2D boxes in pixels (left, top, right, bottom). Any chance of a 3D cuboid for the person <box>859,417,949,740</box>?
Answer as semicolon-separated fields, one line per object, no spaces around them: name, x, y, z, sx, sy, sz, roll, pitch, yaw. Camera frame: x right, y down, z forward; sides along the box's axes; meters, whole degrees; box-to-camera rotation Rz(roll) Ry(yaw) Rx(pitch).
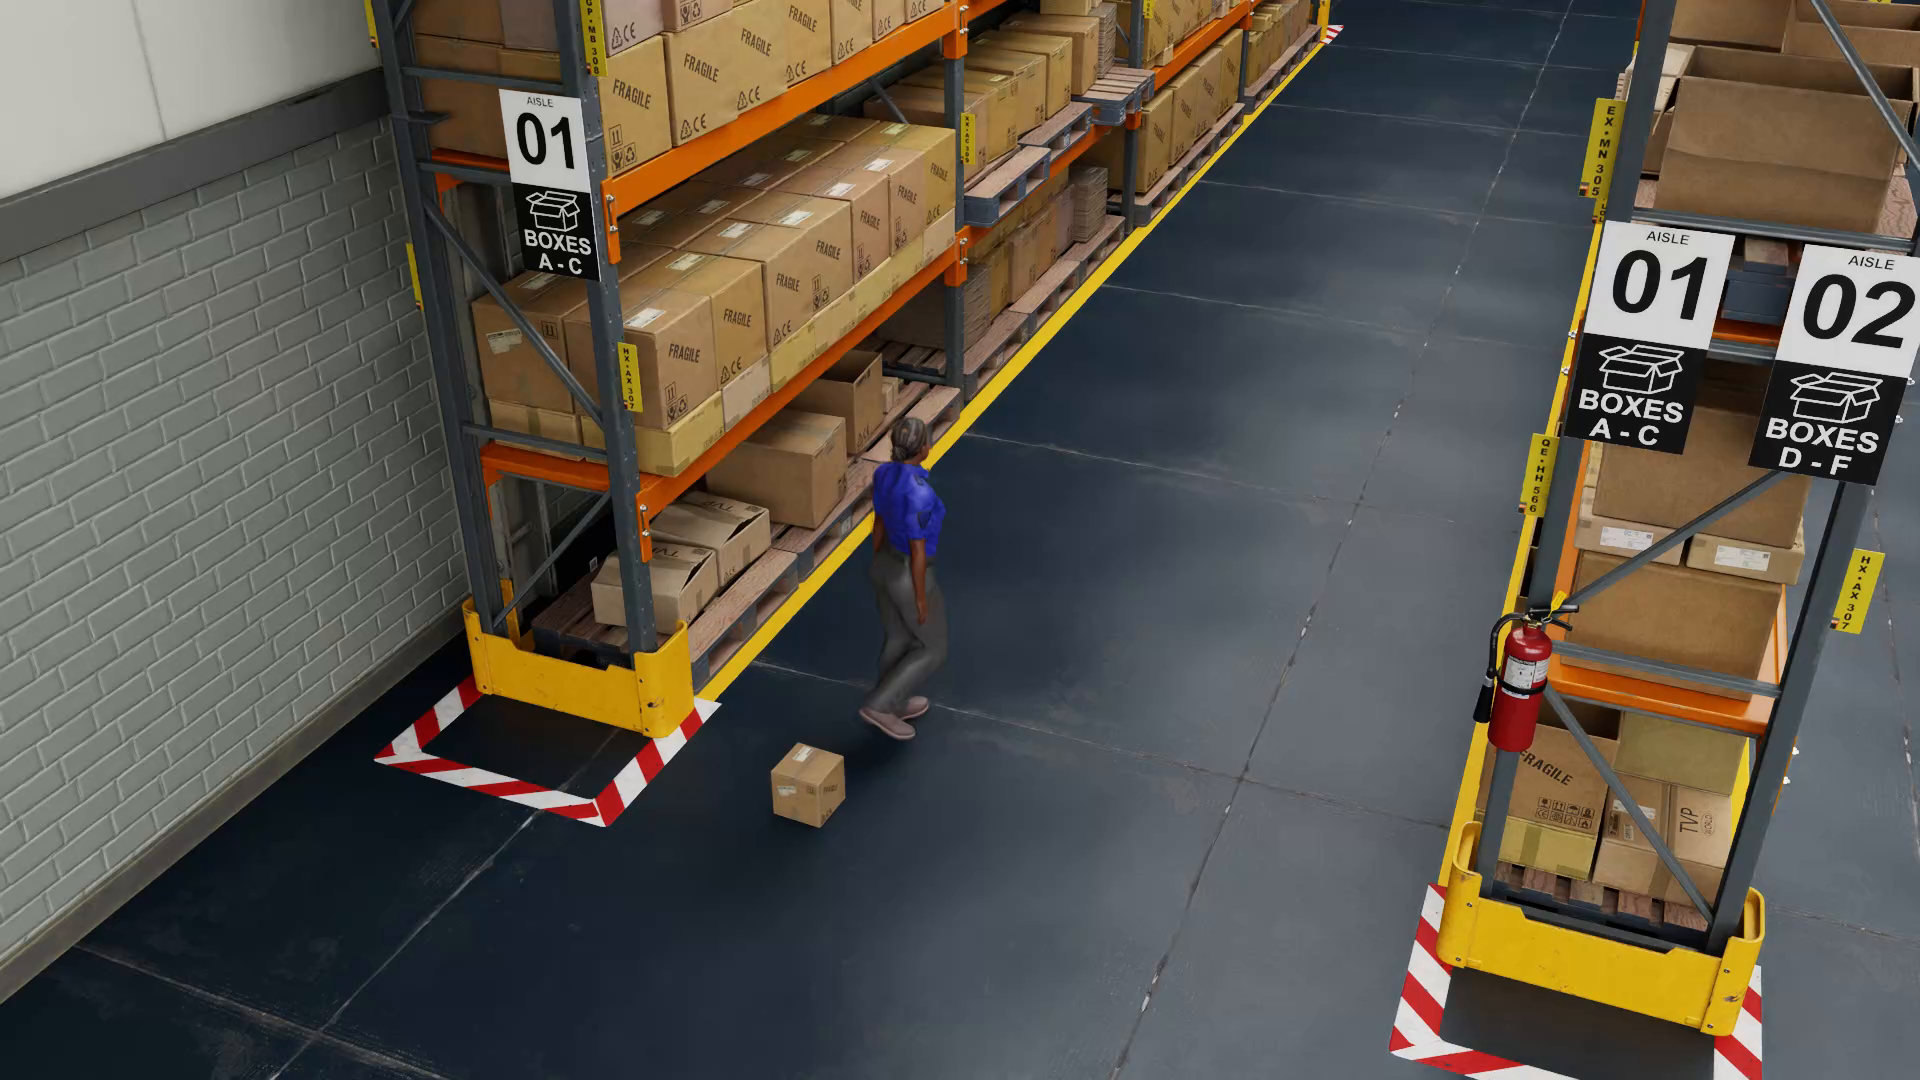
person;-0.317;0.214;8.019;0.511;1.652;0.524;-17;34;-28
